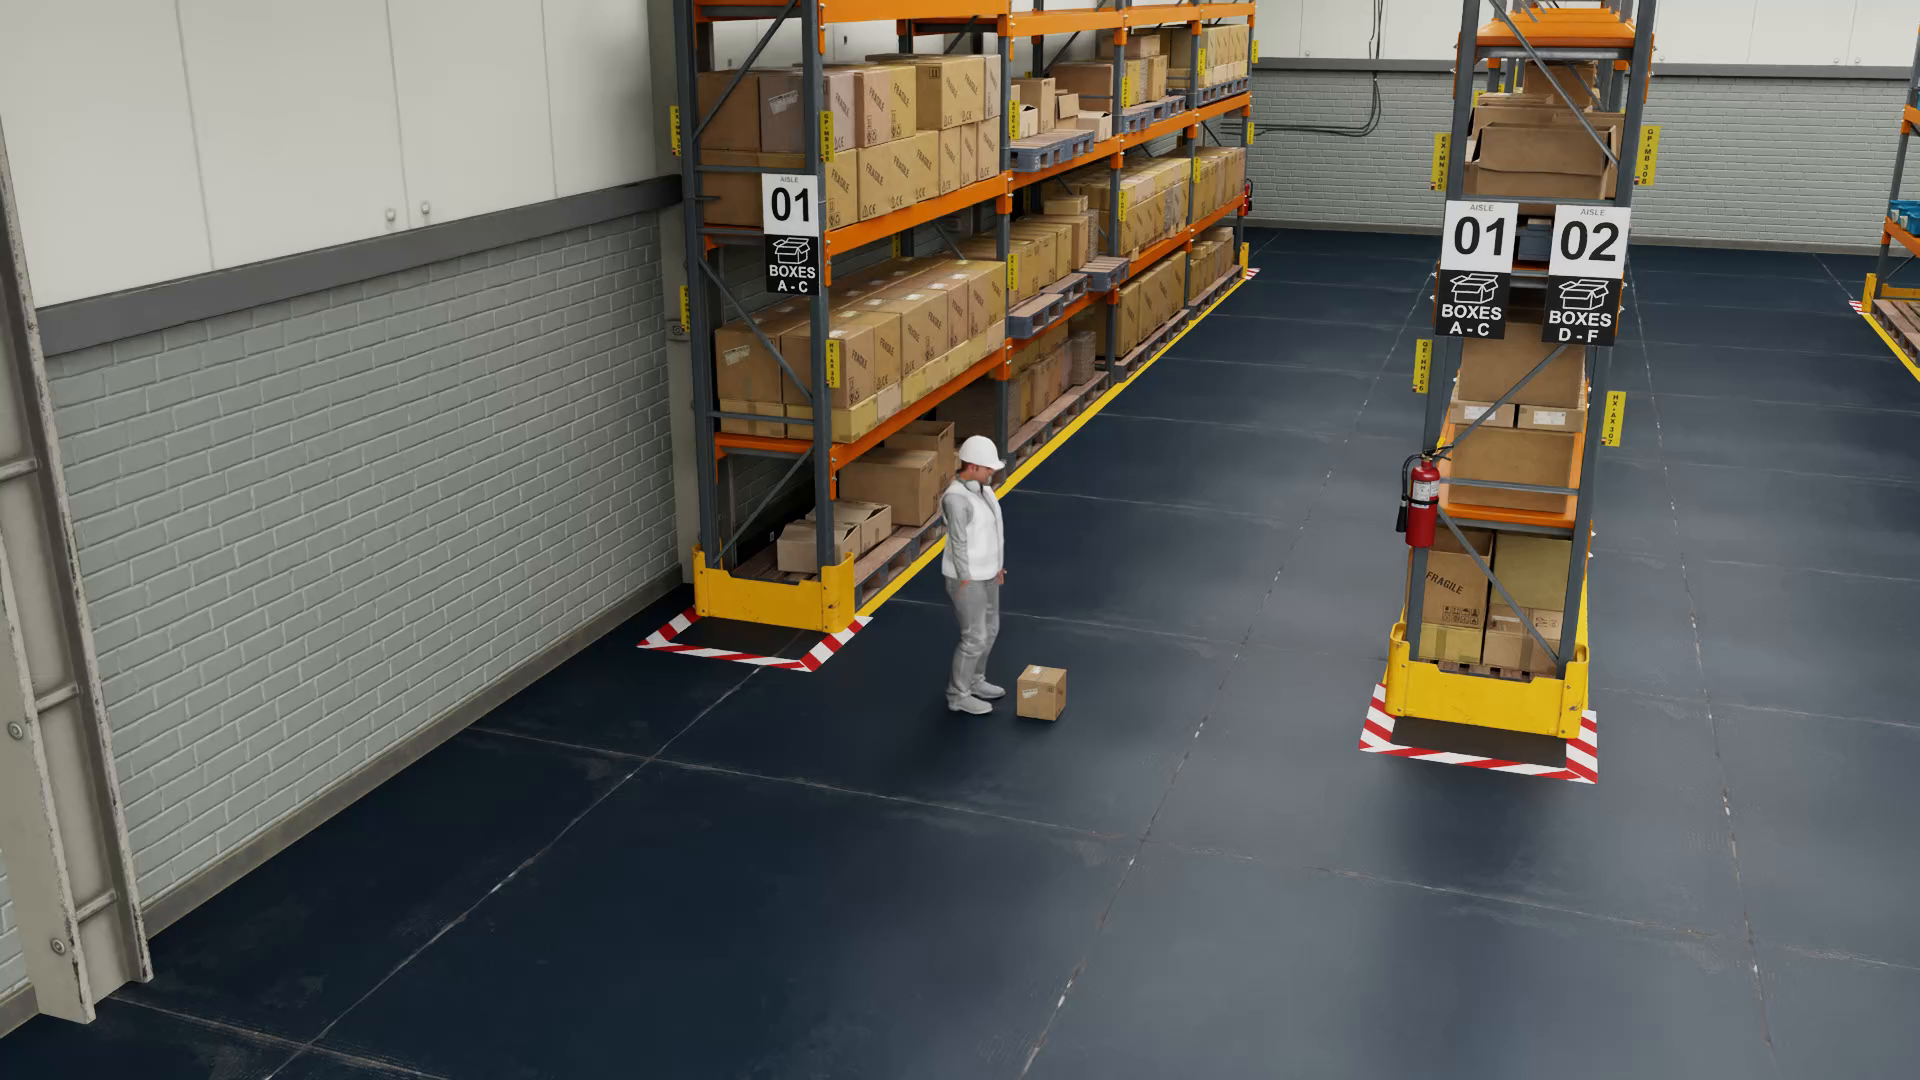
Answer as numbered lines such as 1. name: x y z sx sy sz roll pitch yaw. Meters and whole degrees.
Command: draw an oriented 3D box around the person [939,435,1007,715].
1. person: 0.092 0.198 10.451 0.363 1.762 0.535 7 20 19
